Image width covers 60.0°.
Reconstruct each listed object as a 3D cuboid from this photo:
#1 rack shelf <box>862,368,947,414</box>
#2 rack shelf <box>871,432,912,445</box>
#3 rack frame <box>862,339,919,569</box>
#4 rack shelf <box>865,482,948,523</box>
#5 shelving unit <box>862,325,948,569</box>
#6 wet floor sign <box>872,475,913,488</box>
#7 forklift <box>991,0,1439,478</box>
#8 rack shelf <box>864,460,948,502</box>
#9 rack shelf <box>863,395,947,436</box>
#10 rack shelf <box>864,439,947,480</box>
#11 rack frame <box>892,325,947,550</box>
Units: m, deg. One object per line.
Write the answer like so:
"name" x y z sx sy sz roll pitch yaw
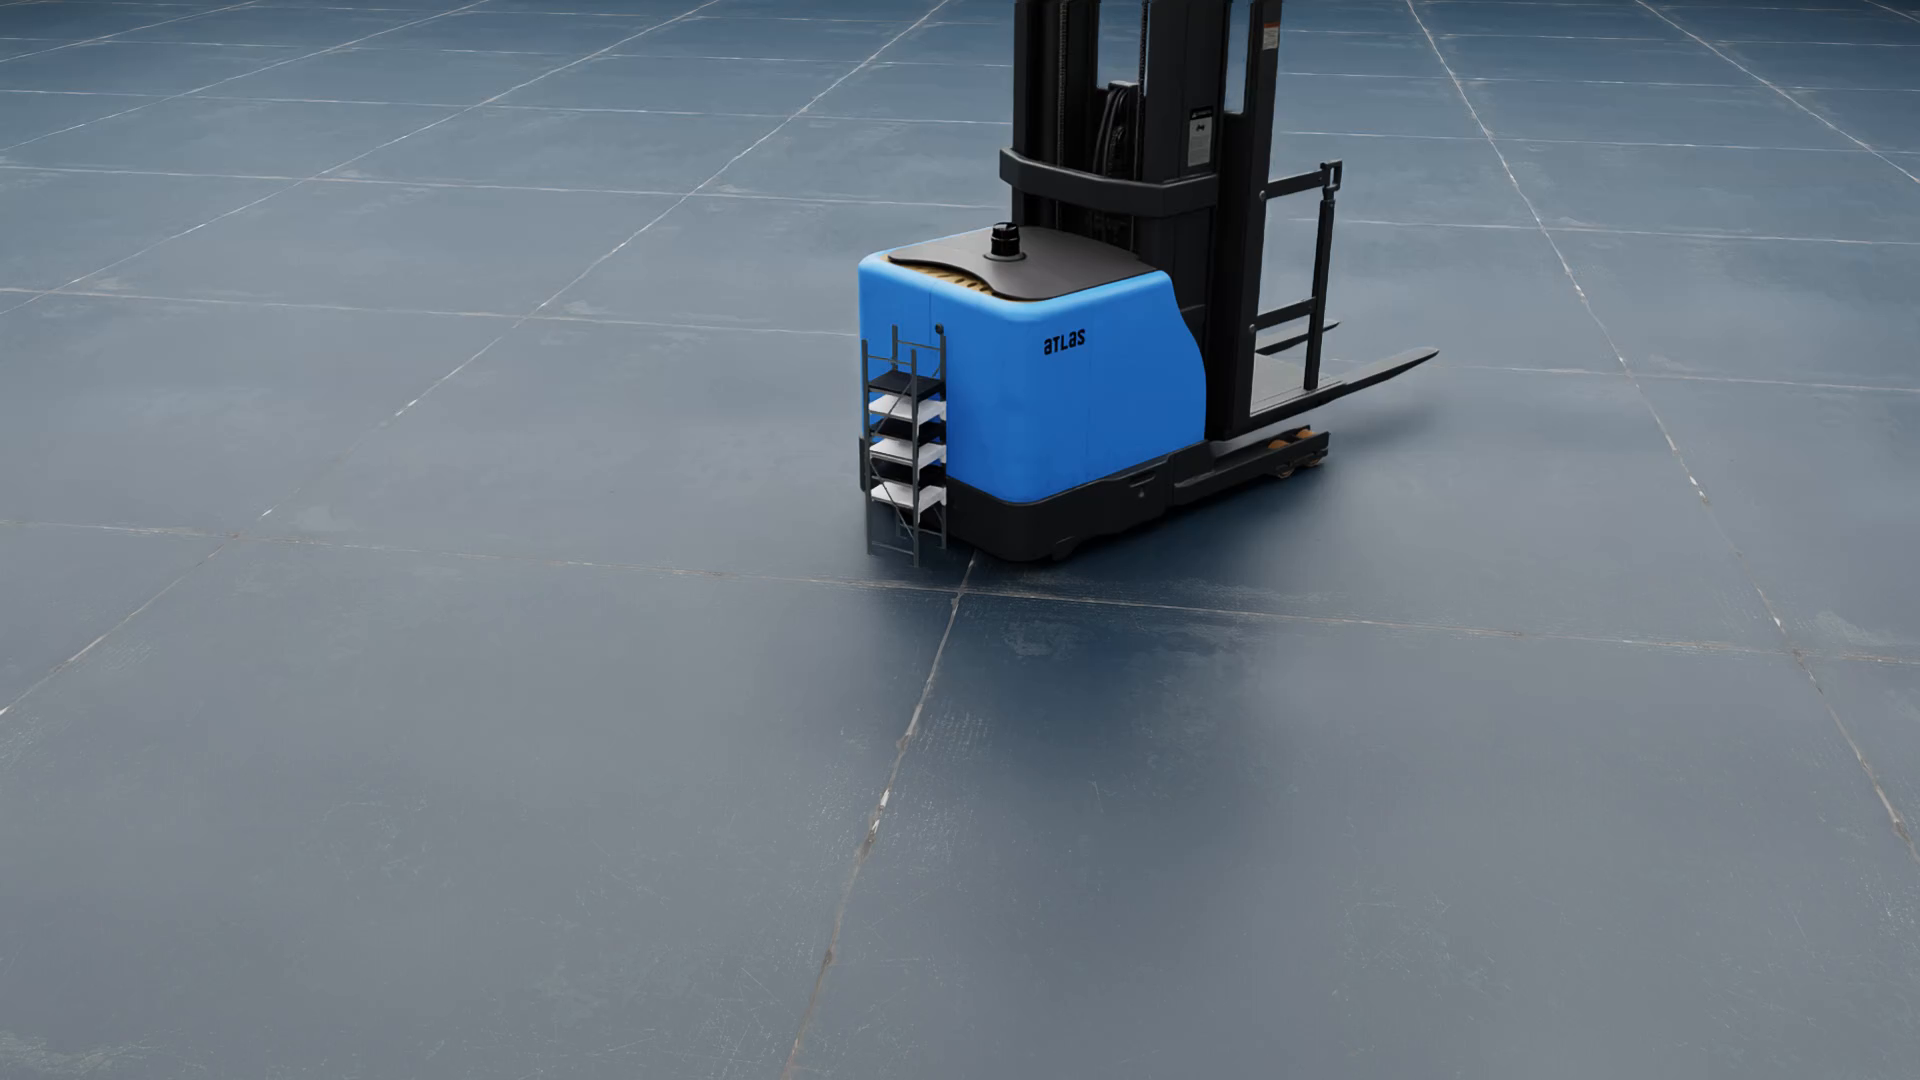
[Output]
"rack shelf" -0.211 -0.571 6.350 0.258 0.077 0.200 15 29 28
"rack shelf" -0.211 -0.422 6.420 0.199 0.015 0.184 15 29 28
"rack frame" -0.264 -0.320 6.372 0.240 0.900 0.006 15 29 28
"rack shelf" -0.211 -0.164 6.541 0.258 0.077 0.200 15 29 28
"shelving unit" -0.211 -0.357 6.451 0.258 0.900 0.210 15 29 28
"wet floor sign" -6.153 0.507 4.907 8.826 0.644 9.101 13 28 26
"forklift" 1.055 -1.733 7.070 2.937 2.867 1.118 -20 32 -37
"rack shelf" -0.211 -0.245 6.503 0.258 0.077 0.200 15 29 28
"rack shelf" -0.211 -0.490 6.388 0.258 0.077 0.200 15 29 28
"rack shelf" -0.211 -0.327 6.465 0.258 0.077 0.200 15 29 28
"rack frame" -0.157 -0.393 6.529 0.240 0.900 0.006 15 29 28
